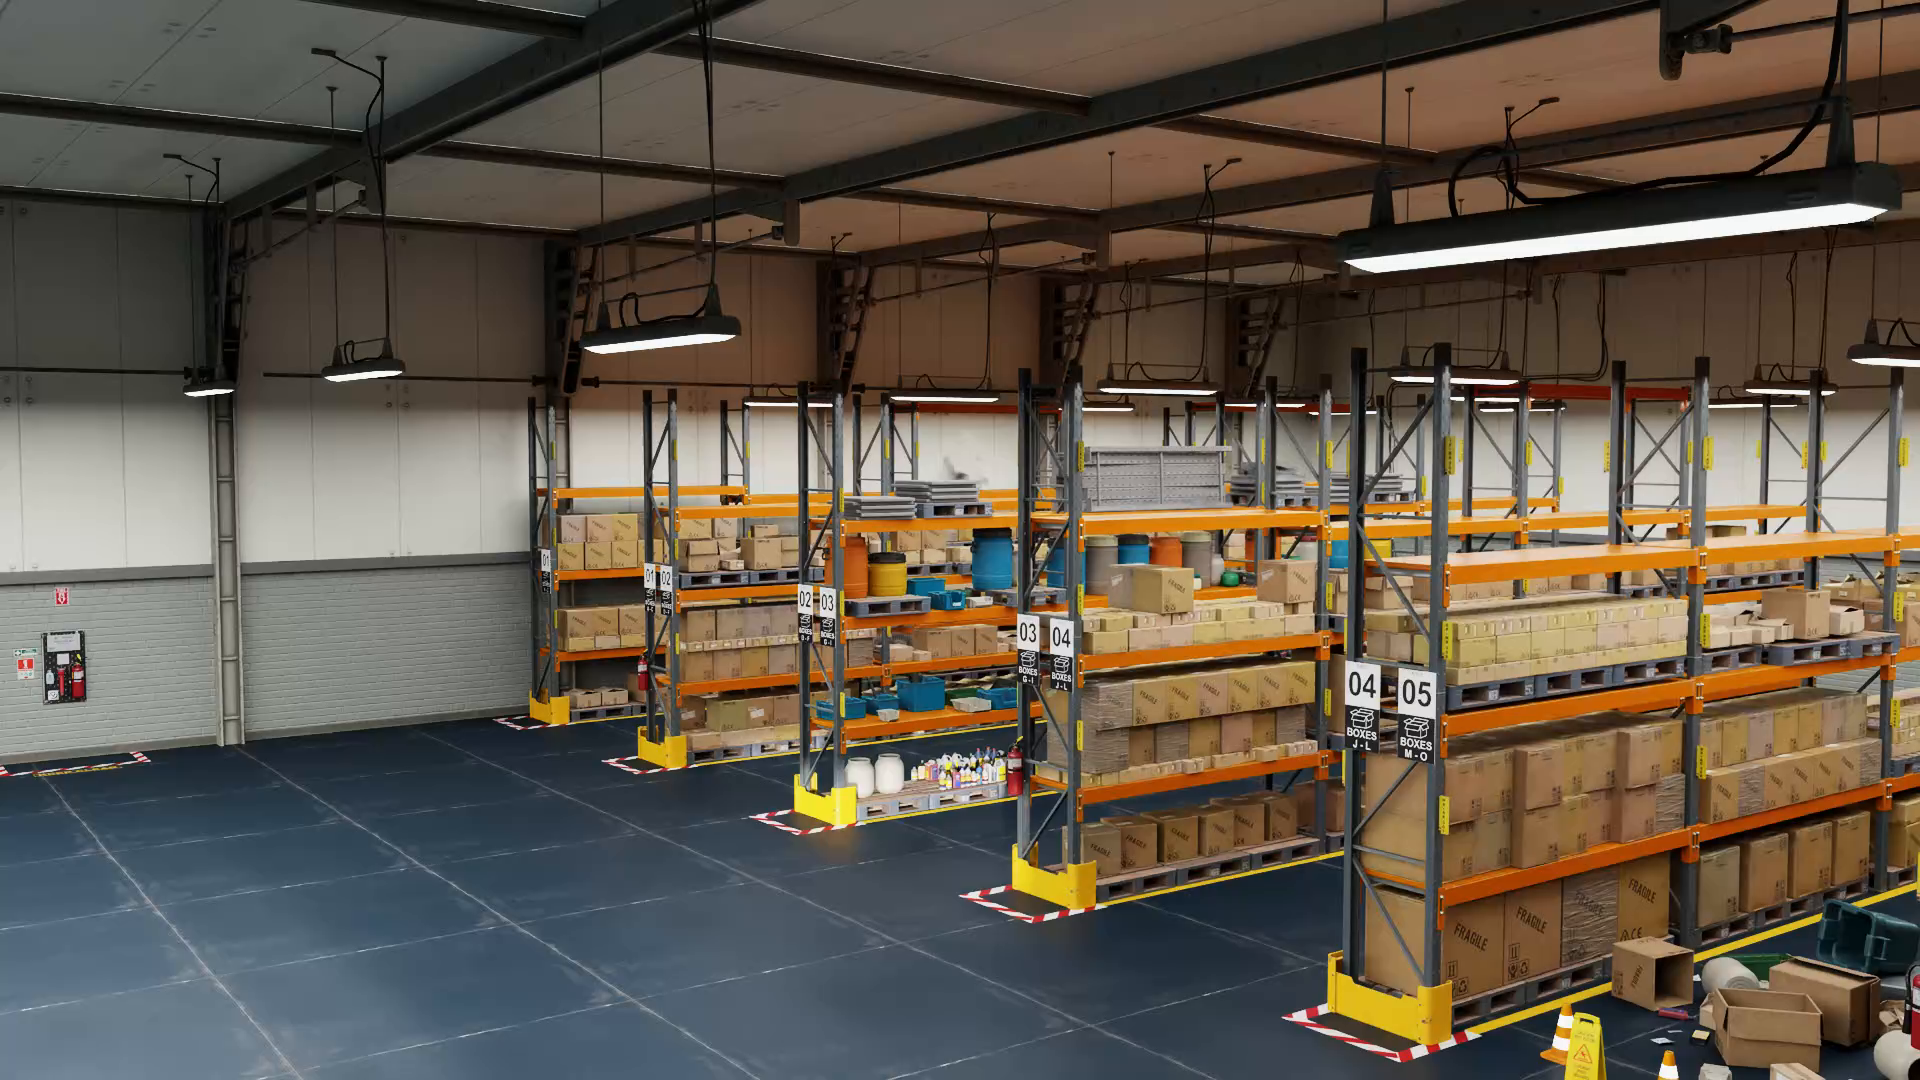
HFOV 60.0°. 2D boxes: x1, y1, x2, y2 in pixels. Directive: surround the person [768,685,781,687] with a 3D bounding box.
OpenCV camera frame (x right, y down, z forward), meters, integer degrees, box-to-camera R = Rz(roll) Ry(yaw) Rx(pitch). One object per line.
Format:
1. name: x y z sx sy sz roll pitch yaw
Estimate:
1. person: -3.233 2.505 30.182 0.649 1.755 0.761 3 4 41
